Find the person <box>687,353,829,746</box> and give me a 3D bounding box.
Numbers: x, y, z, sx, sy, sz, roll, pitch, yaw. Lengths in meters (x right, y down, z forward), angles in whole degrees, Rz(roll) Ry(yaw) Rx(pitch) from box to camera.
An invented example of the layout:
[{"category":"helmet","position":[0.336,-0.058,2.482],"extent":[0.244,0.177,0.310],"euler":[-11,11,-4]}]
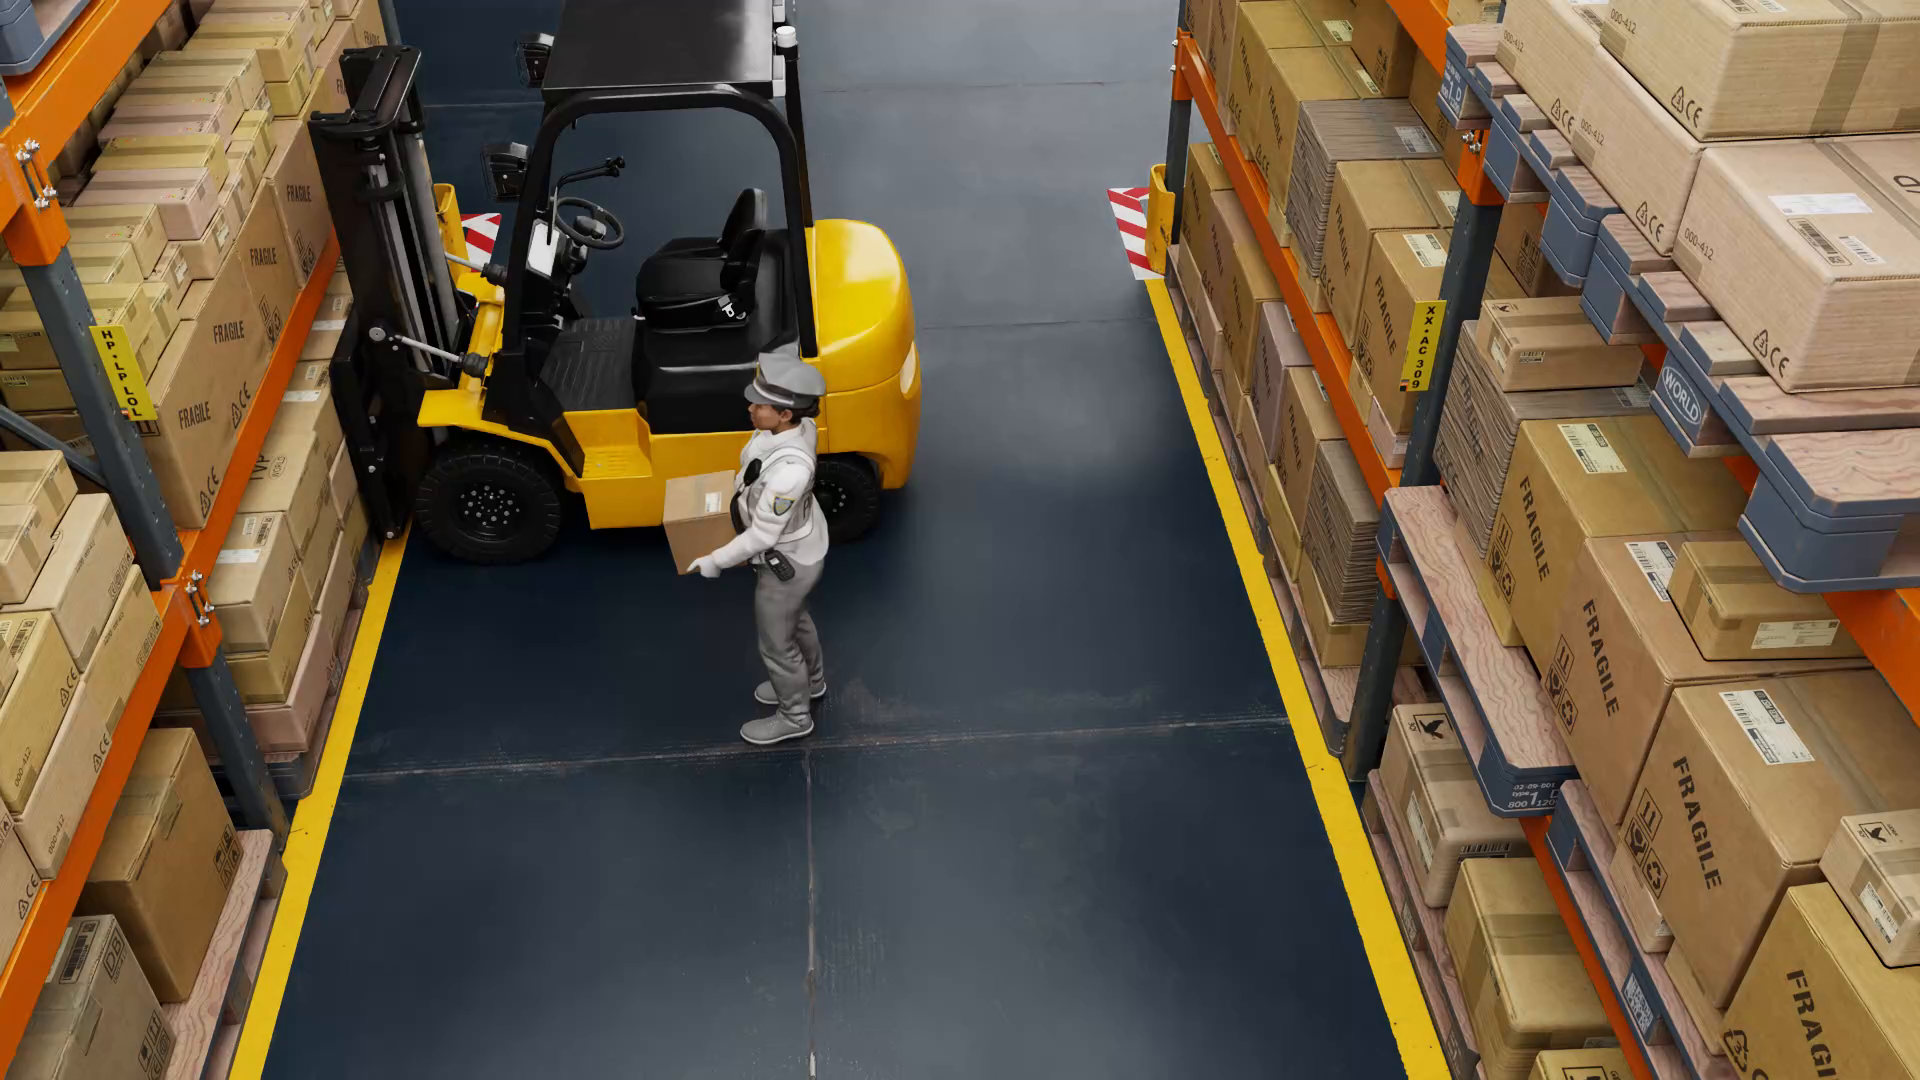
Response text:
[{"category":"person","position":[-0.718,0.050,6.077],"extent":[0.532,1.690,0.459],"euler":[-3,39,-4]}]
